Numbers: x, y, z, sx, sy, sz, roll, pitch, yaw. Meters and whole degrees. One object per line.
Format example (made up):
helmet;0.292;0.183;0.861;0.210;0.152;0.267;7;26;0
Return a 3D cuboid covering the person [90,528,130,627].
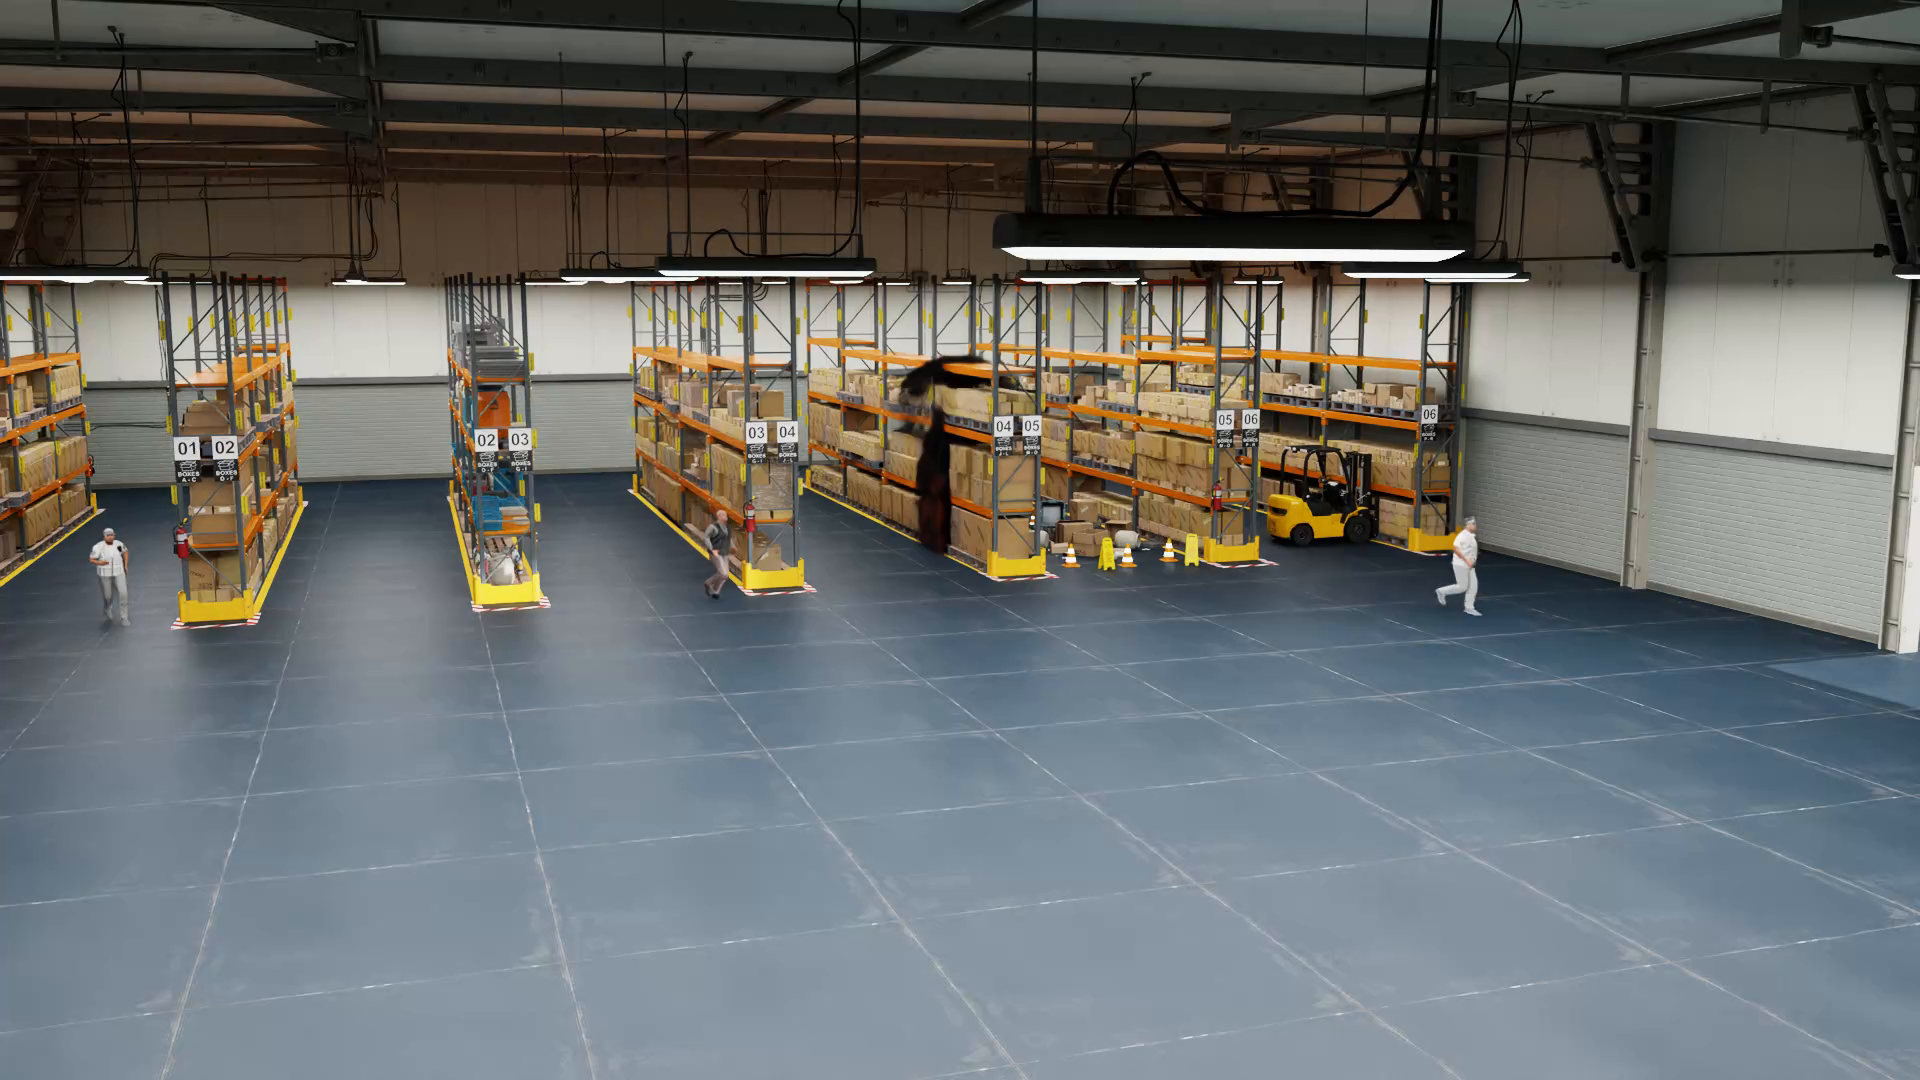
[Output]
person;-14.574;0.626;28.550;0.628;1.700;0.880;-6;10;-33

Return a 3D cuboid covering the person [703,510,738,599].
person;-4.434;0.267;30.857;0.567;1.668;0.666;6;10;34

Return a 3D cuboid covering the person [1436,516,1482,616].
person;8.902;0.439;29.498;0.830;1.766;0.688;5;10;32
